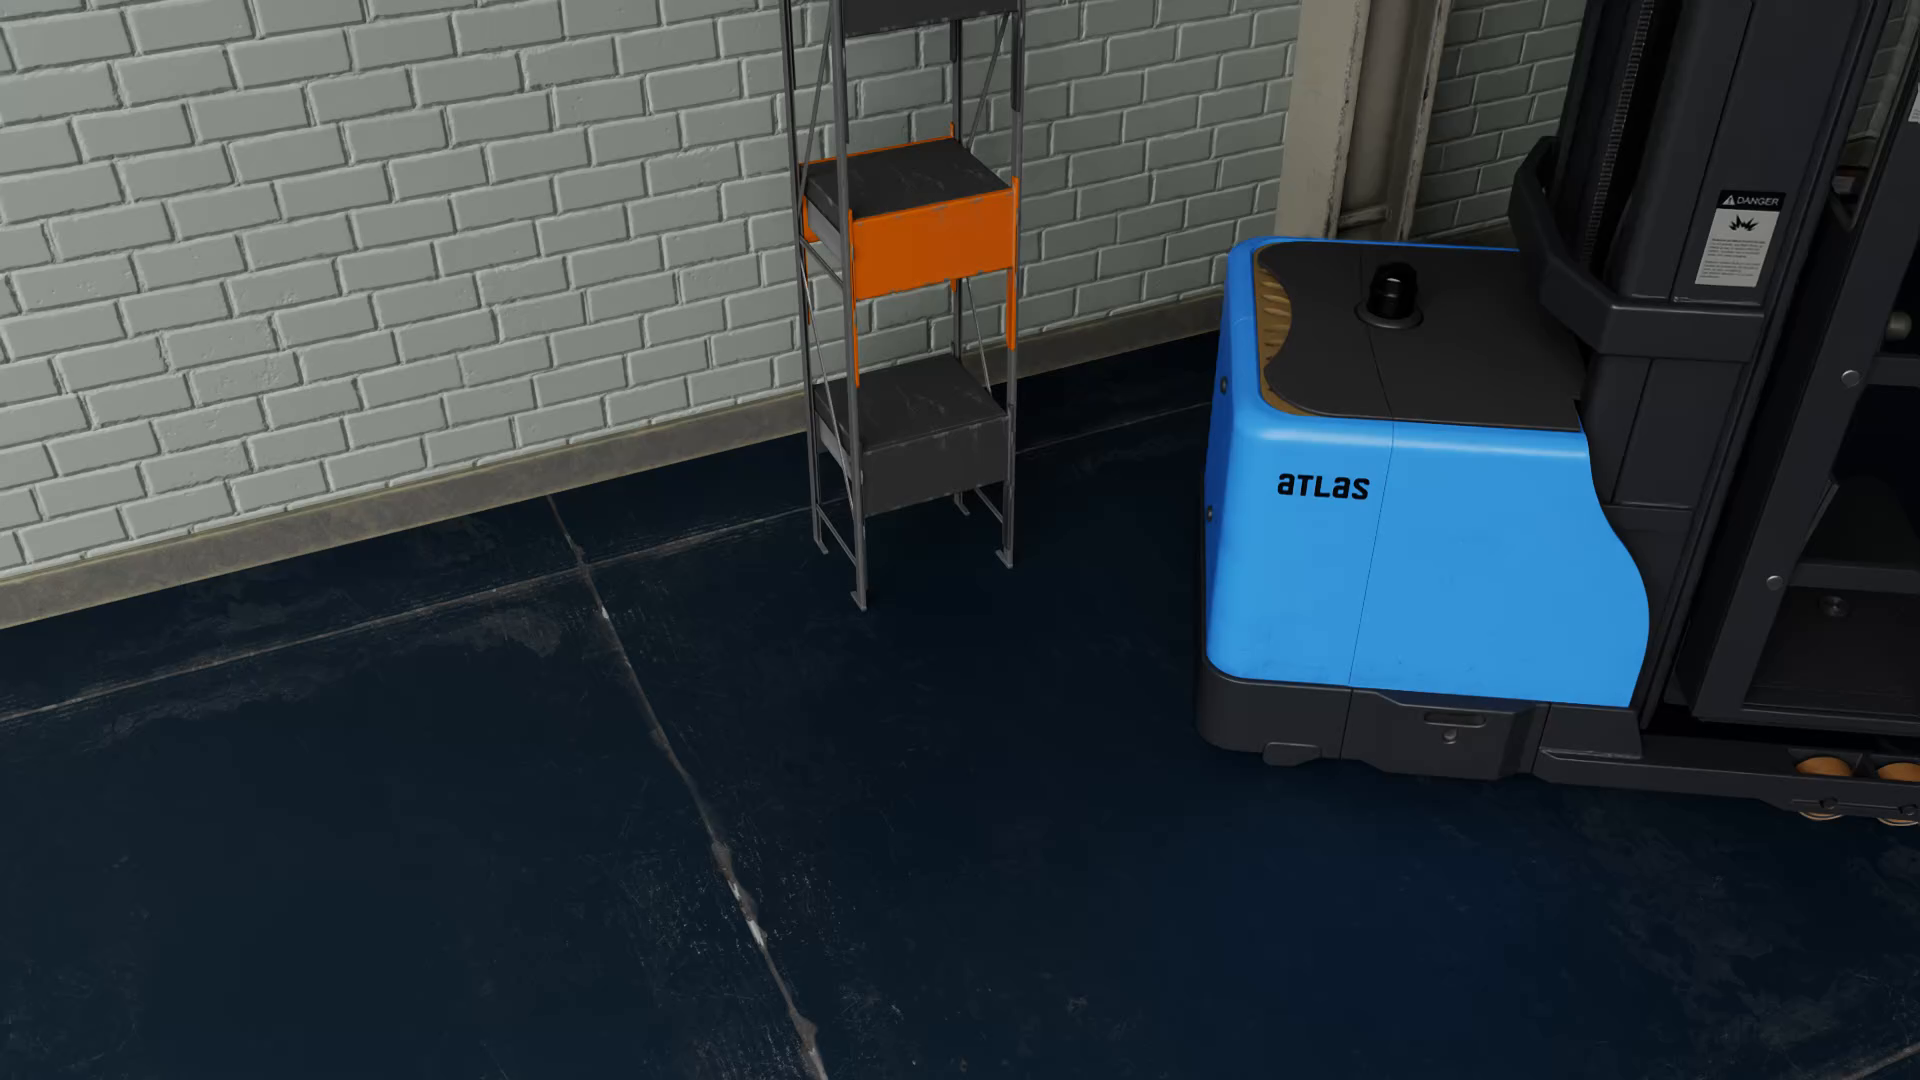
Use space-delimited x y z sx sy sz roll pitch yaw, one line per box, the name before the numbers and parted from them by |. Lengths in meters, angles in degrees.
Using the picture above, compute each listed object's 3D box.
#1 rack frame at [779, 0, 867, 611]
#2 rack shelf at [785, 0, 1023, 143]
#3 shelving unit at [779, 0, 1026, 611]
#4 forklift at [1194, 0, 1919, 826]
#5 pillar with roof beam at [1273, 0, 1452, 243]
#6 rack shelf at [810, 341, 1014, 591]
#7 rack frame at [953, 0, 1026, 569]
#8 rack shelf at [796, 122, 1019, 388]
rack frame | -0.371 -0.740 4.485 0.015 2.100 0.400 -16 39 -20
rack shelf | -0.150 -1.353 4.159 0.480 0.518 0.431 -16 39 -20
shelving unit | -0.150 -0.801 4.568 0.503 2.100 0.431 -16 39 -20
forklift | 2.181 -0.780 3.841 3.031 2.935 1.130 4 37 5
pillar with roof beam | 3.245 -2.138 0.579 0.400 9.000 9.100 -16 39 -20
rack shelf | -0.150 -0.228 4.993 0.480 0.518 0.431 -16 39 -20
rack frame | 0.071 -0.863 4.651 0.015 2.100 0.400 -16 39 -20
rack shelf | -0.150 -0.790 4.576 0.480 0.518 0.431 -16 39 -20
